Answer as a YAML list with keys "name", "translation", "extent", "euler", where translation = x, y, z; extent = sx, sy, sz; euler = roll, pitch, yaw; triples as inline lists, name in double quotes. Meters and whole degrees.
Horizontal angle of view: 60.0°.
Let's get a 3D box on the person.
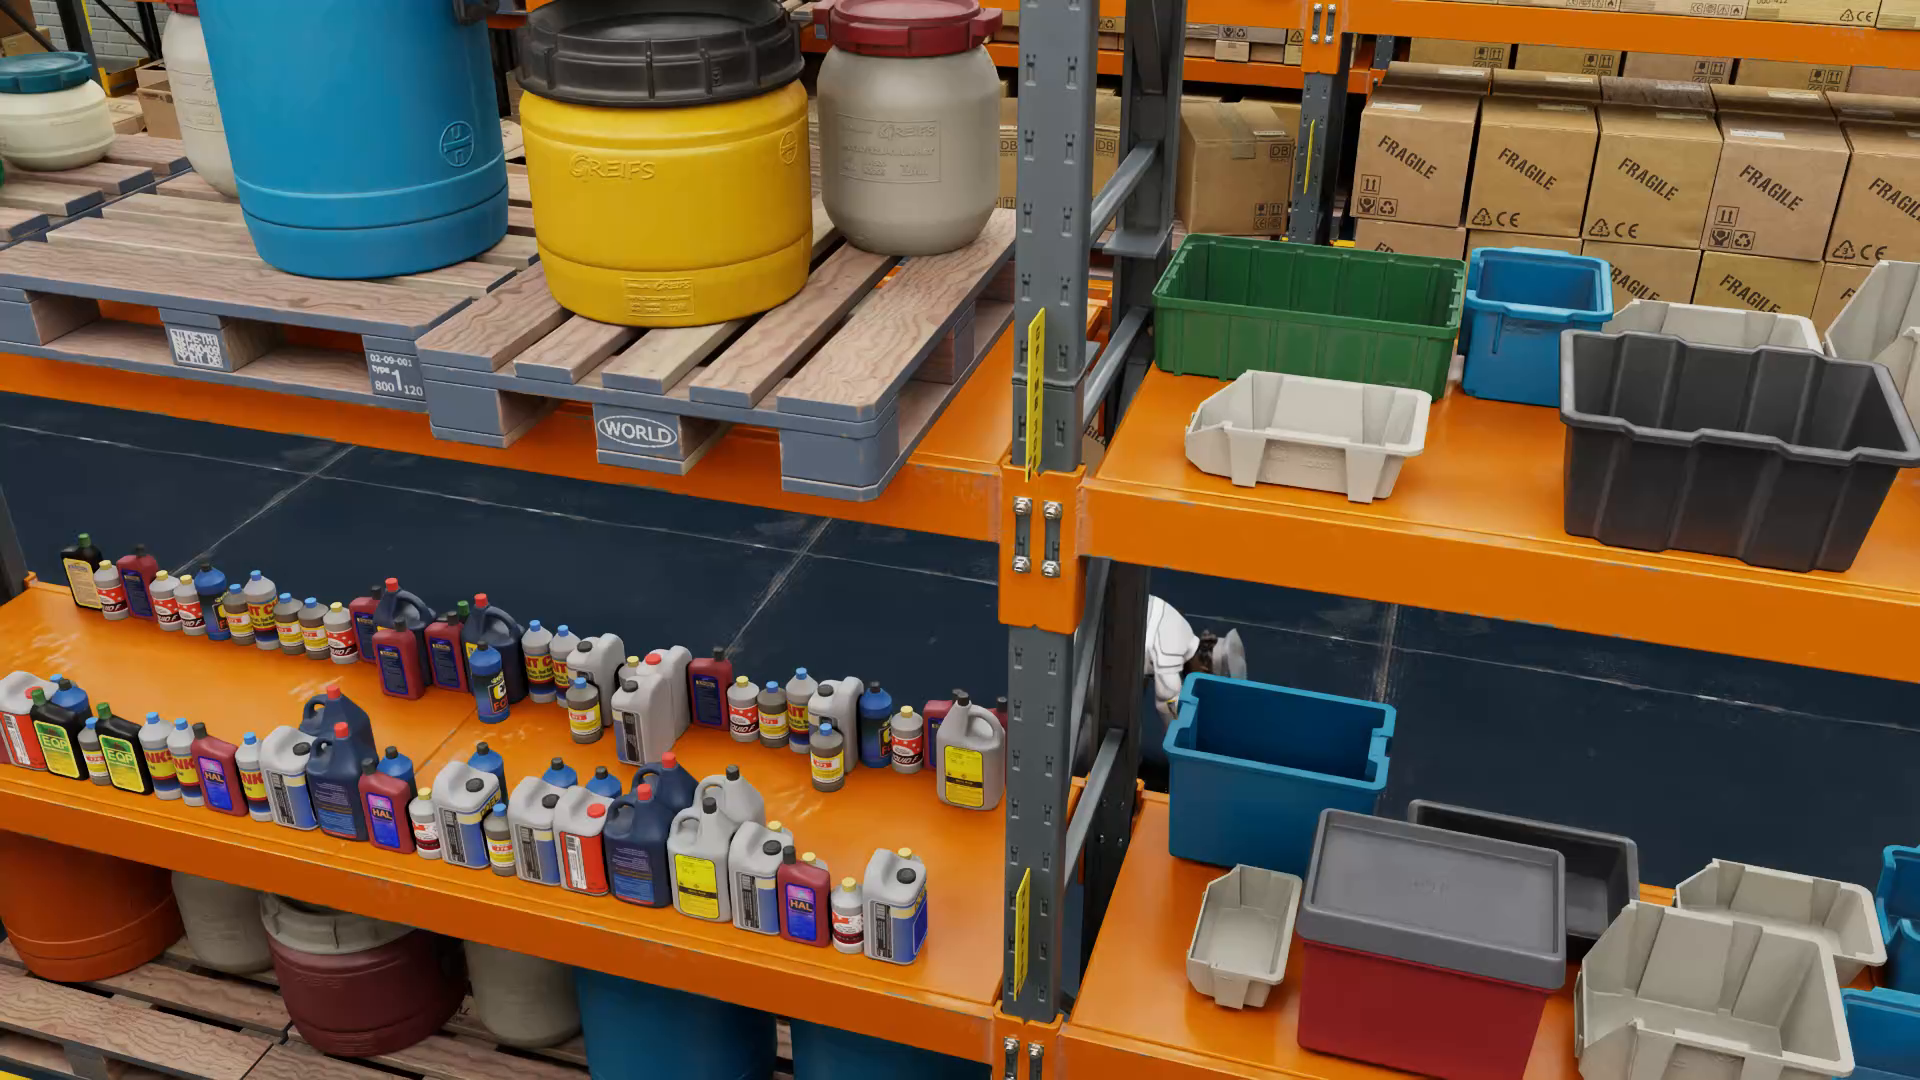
- name: "person"
  translation: [0.710, 0.613, 6.795]
  extent: [0.906, 0.922, 0.450]
  euler: [7, 30, 12]
